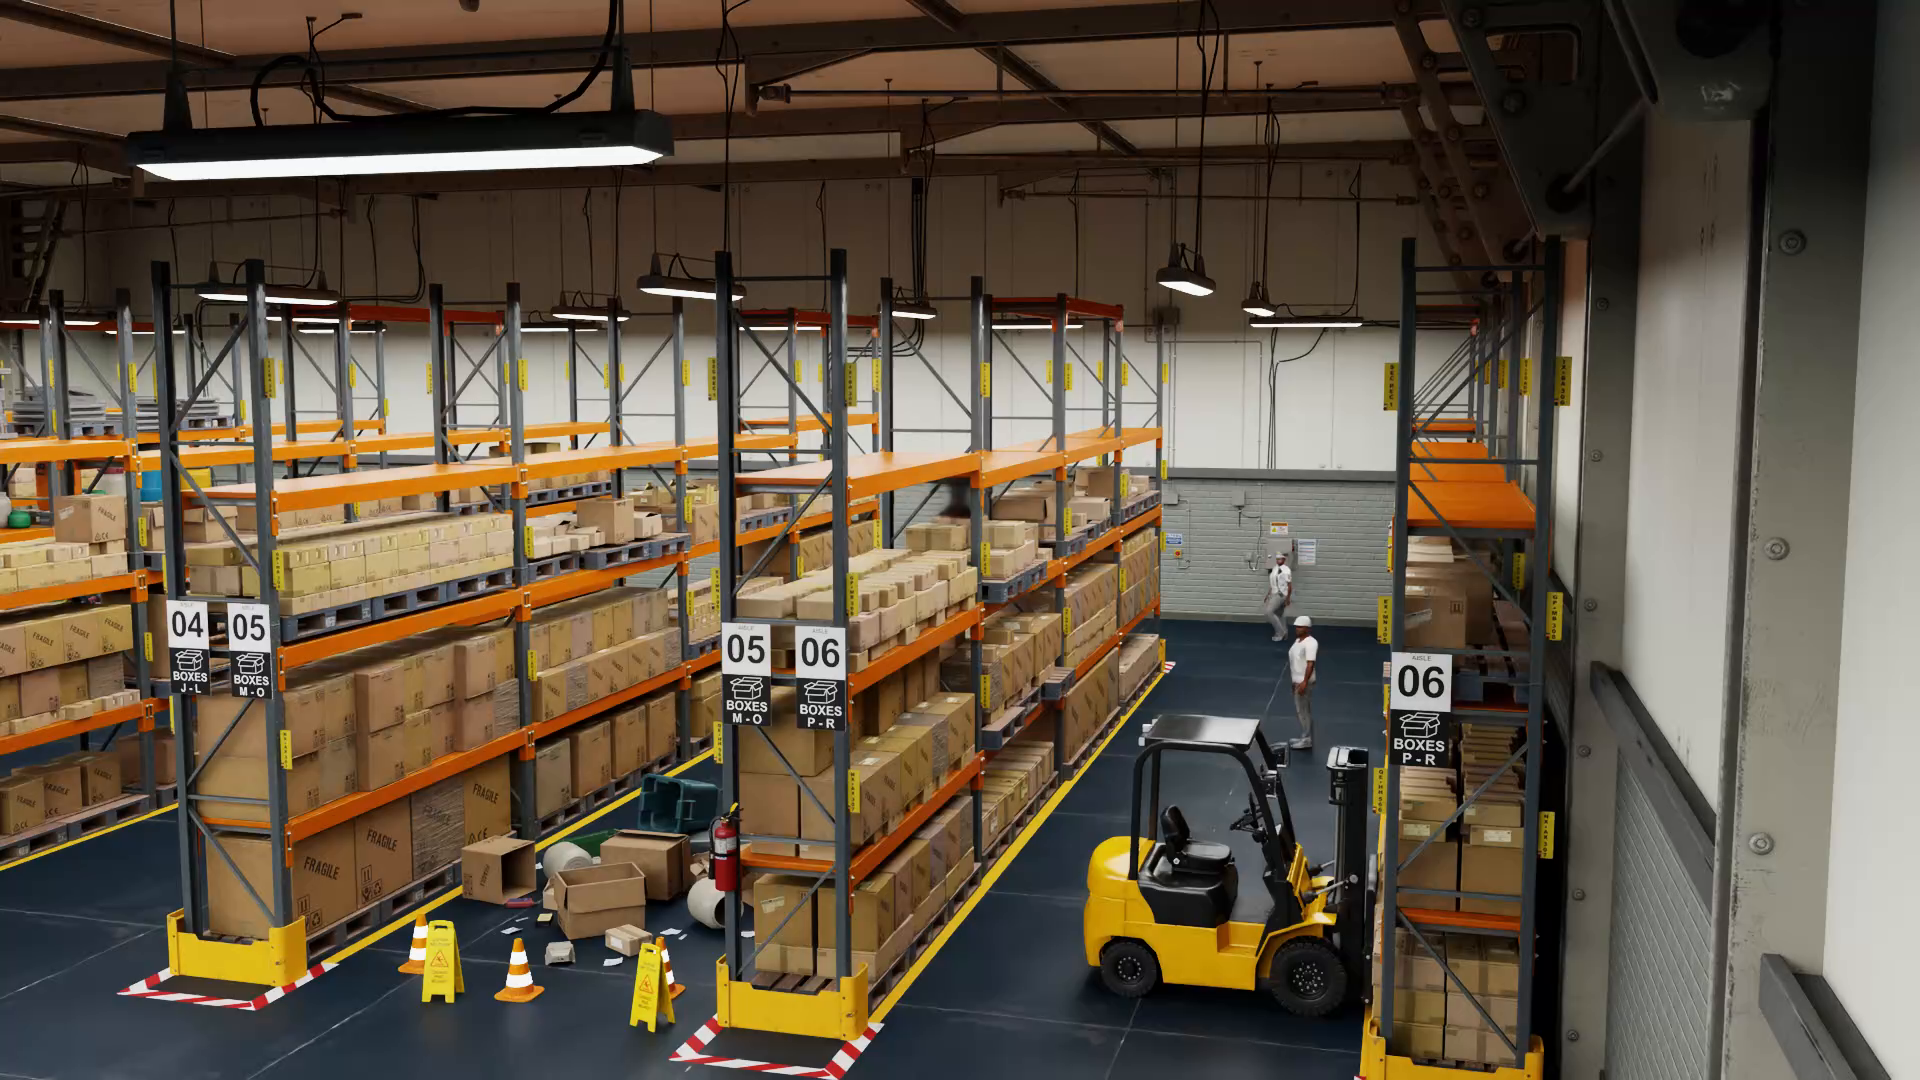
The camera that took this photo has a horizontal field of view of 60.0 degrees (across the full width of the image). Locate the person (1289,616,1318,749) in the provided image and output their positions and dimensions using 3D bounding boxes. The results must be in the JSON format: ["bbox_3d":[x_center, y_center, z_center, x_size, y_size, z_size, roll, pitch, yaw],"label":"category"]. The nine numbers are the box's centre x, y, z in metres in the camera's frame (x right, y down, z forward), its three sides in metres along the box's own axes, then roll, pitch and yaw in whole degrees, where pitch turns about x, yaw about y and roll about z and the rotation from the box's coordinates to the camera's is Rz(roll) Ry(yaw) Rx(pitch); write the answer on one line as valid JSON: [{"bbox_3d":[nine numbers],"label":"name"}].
[{"bbox_3d":[4.627,1.907,22.439,0.371,1.764,0.608,1,6,5],"label":"person"}]

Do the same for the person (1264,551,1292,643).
[{"bbox_3d":[5.902,1.051,30.920,0.473,1.708,0.430,0,6,1],"label":"person"}]
